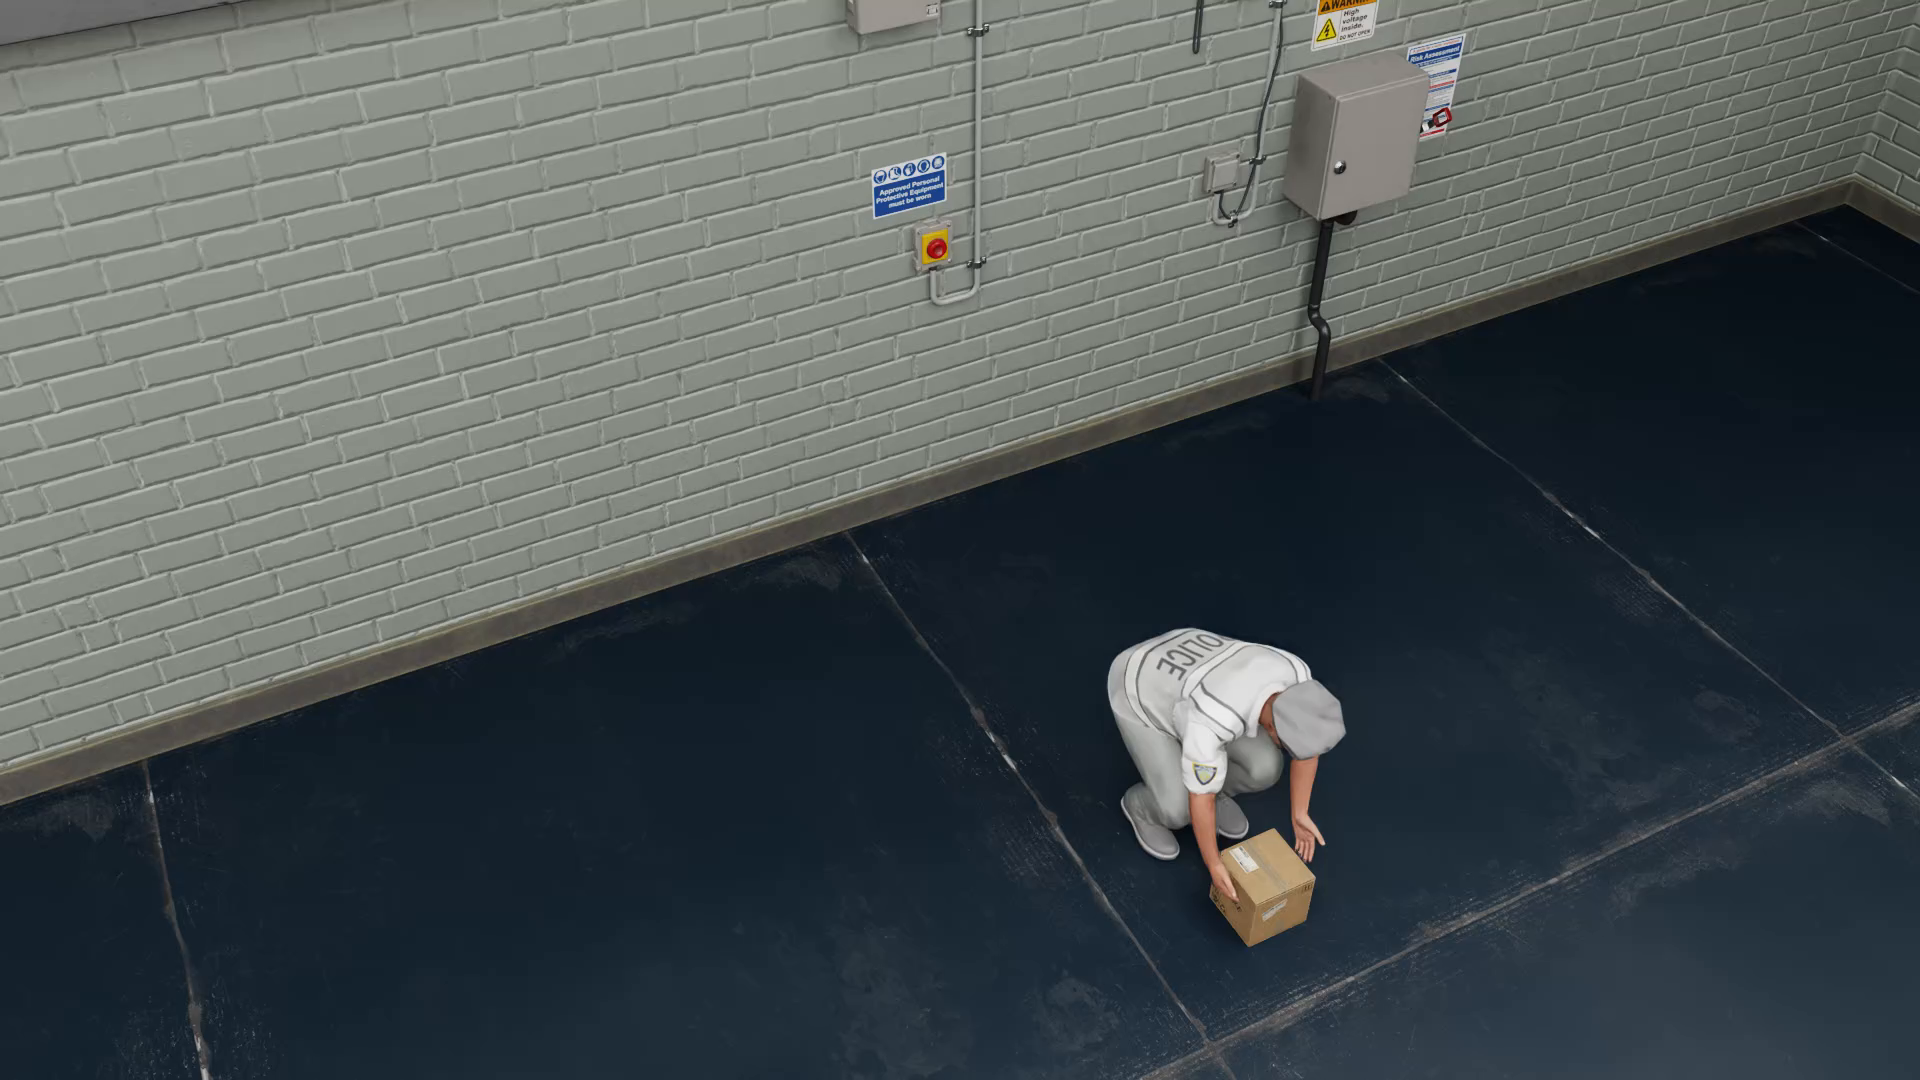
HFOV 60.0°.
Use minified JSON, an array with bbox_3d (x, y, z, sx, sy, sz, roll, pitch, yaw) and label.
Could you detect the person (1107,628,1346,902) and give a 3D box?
[{"bbox_3d":[0.923,0.714,5.870,0.571,1.052,0.938,-19,44,-20],"label":"person"}]
